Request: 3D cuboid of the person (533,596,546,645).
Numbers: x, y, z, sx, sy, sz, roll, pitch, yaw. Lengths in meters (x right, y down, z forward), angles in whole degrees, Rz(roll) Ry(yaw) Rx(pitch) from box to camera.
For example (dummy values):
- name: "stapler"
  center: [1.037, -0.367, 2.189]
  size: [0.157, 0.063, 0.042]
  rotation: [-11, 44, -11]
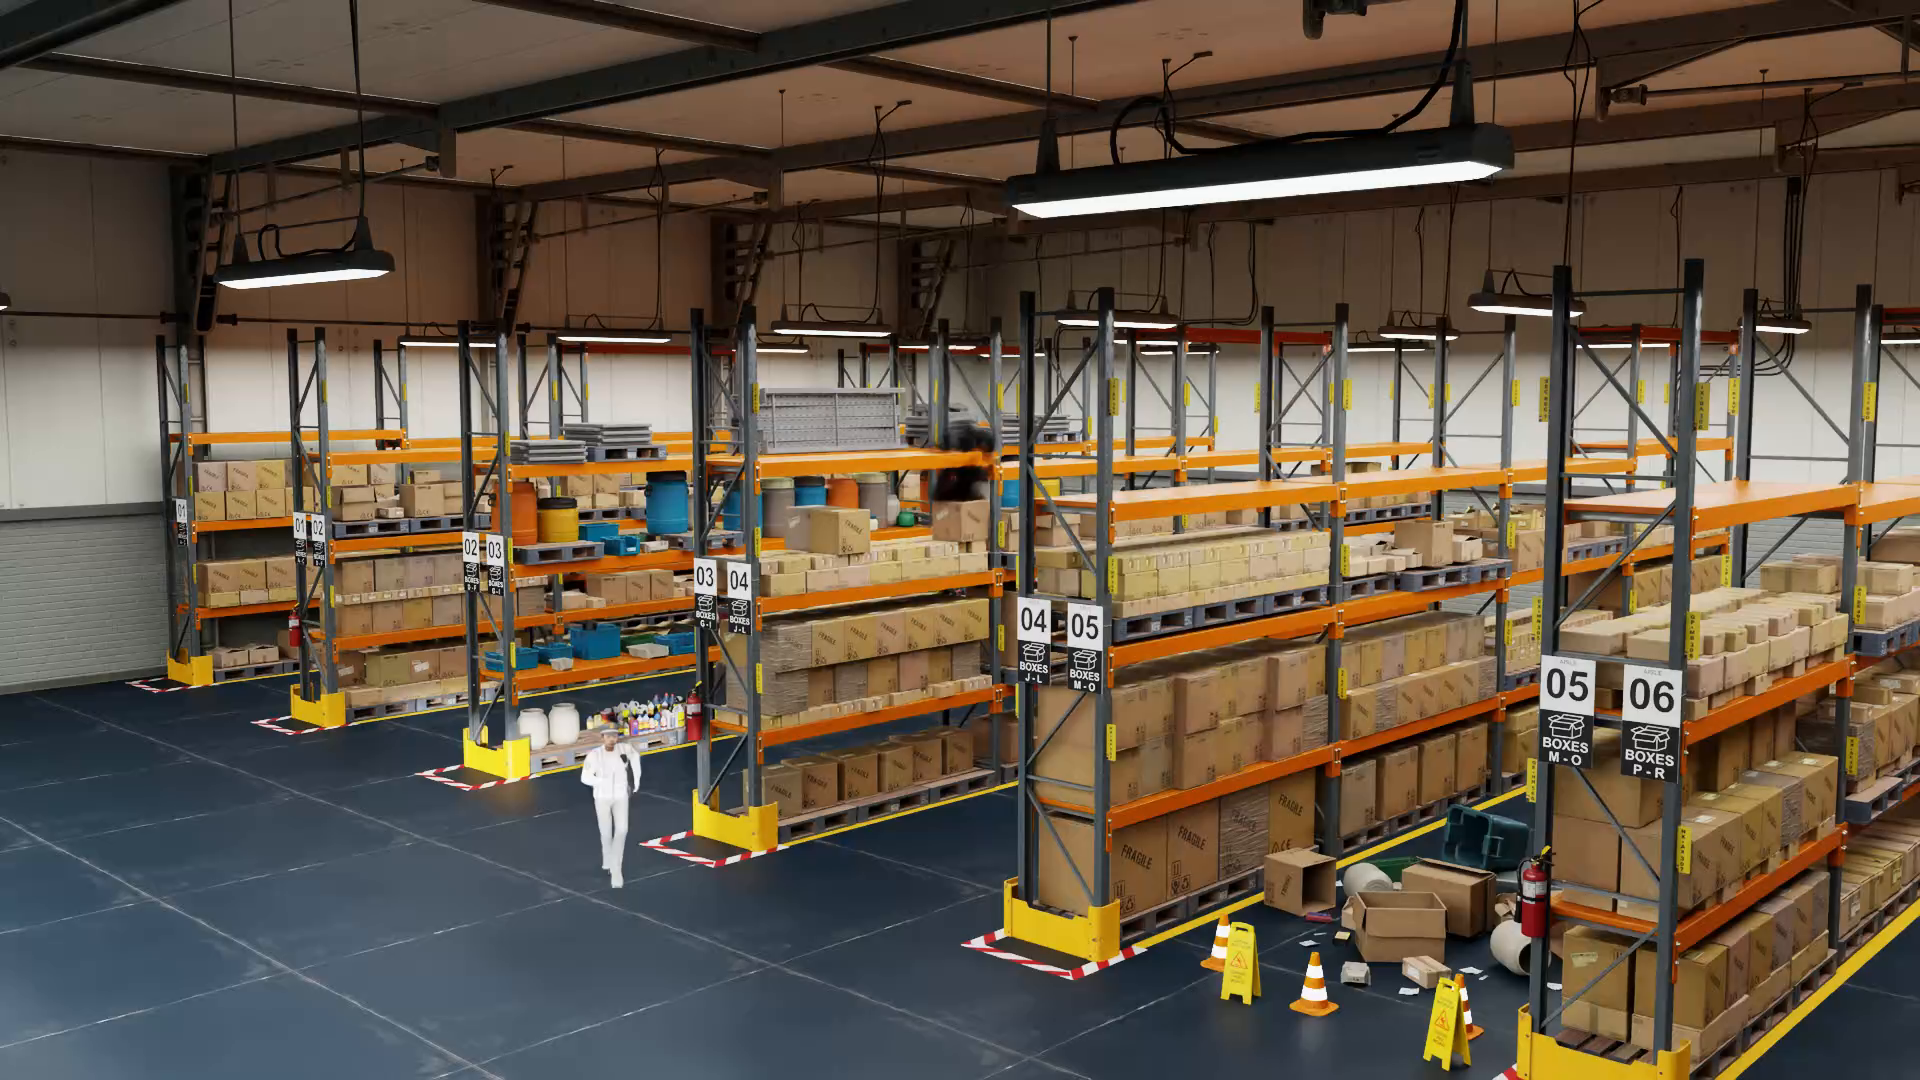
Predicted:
- name: "person"
  center: [-7.713, 1.542, 30.427]
  size: [0.535, 1.536, 0.567]
  rotation: [5, 7, 44]

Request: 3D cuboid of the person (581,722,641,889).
- name: "person"
  center: [-3.628, 2.709, 17.318]
  size: [0.638, 1.724, 0.825]
  rotation: [-2, 6, -19]

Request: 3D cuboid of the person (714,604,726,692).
- name: "person"
  center: [-3.977, 1.683, 27.879]
  size: [0.575, 1.685, 0.938]
  rotation: [4, 7, 37]
